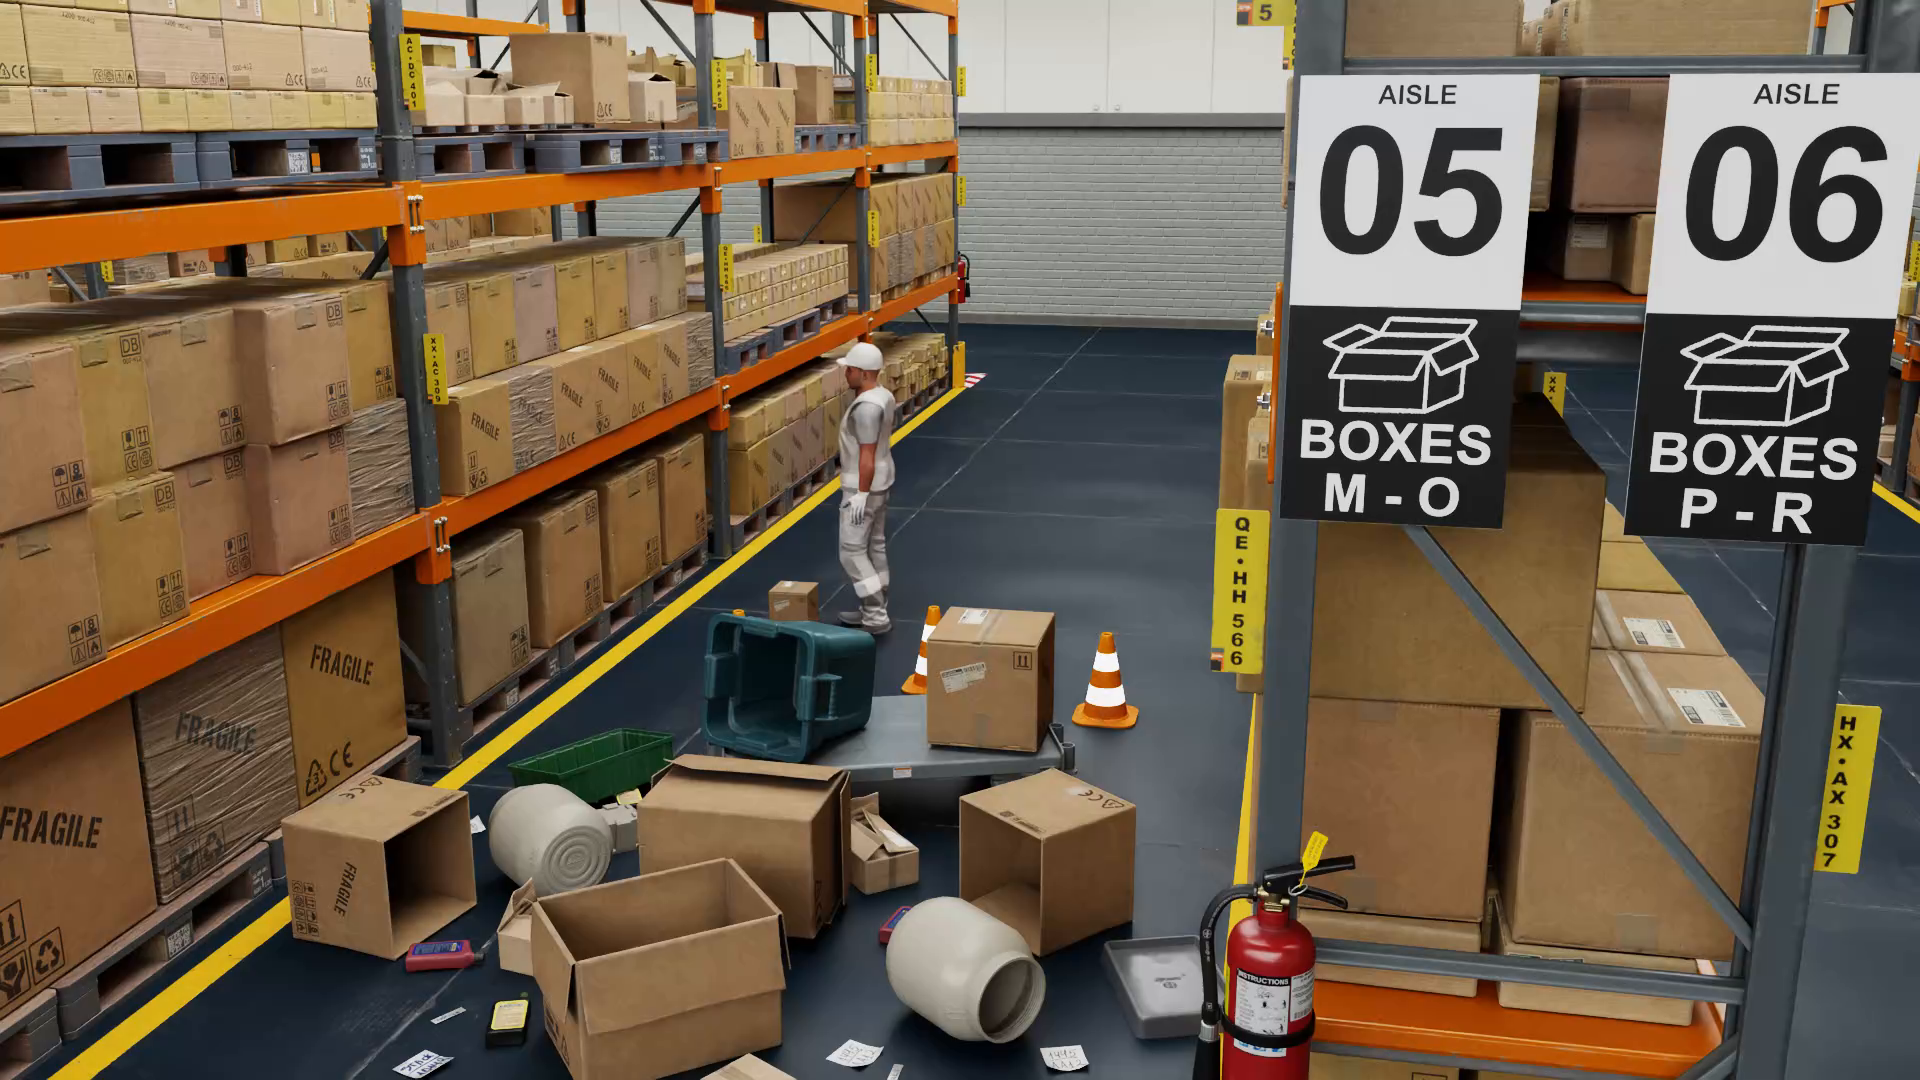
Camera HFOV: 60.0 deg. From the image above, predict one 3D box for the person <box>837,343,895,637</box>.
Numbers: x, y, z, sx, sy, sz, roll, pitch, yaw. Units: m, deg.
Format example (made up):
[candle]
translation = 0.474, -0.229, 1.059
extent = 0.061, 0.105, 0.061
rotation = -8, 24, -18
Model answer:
[person]
translation = -0.587, -0.303, 10.144
extent = 0.414, 1.808, 0.550
rotation = 3, 15, 11
